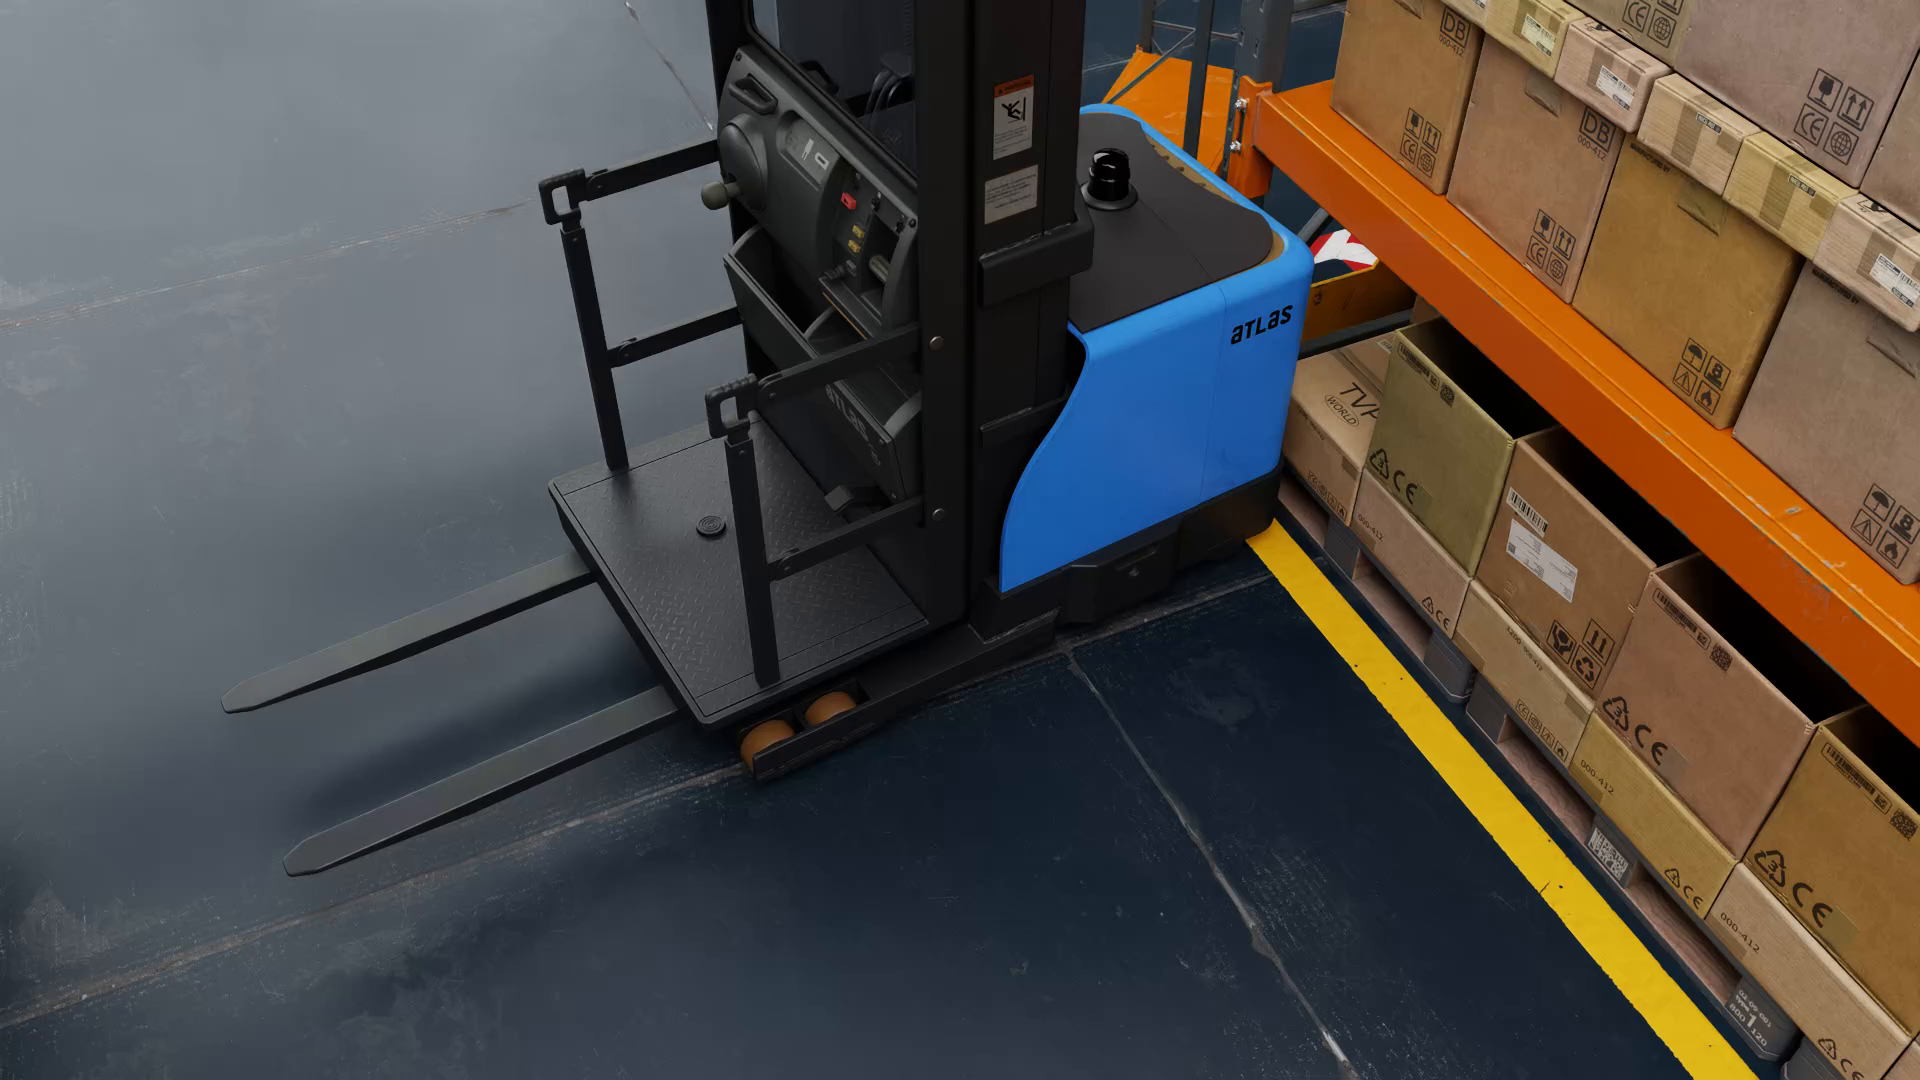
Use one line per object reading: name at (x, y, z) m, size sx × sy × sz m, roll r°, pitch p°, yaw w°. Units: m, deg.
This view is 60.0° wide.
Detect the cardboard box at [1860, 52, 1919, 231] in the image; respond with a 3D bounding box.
cardboard box at (2.115, -0.781, 2.911) m, size 0.700 × 0.500 × 0.500 m, roll -18°, pitch 47°, yaw -17°

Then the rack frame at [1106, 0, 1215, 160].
rack frame at (0.510, -1.178, 5.376) m, size 0.500 × 1.500 × 0.032 m, roll 16°, pitch 47°, yaw 16°

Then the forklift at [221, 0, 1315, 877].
forklift at (-0.537, -0.812, 3.986) m, size 3.031 × 2.935 × 1.130 m, roll -23°, pitch 49°, yaw -22°

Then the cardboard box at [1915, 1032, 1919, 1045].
cardboard box at (2.348, 0.966, 3.260) m, size 0.500 × 0.500 × 0.500 m, roll -18°, pitch 47°, yaw -17°

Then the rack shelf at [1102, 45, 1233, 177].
rack shelf at (0.705, -1.380, 5.837) m, size 0.538 × 0.185 × 1.000 m, roll 16°, pitch 47°, yaw 16°

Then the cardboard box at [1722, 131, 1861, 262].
cardboard box at (1.772, -0.725, 3.316) m, size 0.380 × 0.149 × 0.250 m, roll -19°, pitch 48°, yaw -18°

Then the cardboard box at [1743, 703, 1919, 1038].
cardboard box at (2.134, 0.649, 3.581) m, size 0.500 × 0.500 × 0.500 m, roll -18°, pitch 47°, yaw -17°

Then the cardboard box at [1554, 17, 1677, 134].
cardboard box at (1.550, -1.056, 3.652) m, size 0.380 × 0.149 × 0.250 m, roll -19°, pitch 48°, yaw -18°

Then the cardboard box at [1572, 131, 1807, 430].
cardboard box at (1.872, -0.675, 3.727) m, size 0.700 × 0.500 × 0.500 m, roll -18°, pitch 47°, yaw -17°

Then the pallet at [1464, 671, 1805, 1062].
pallet at (2.128, 0.652, 4.439) m, size 1.003 × 0.211 × 1.213 m, roll -18°, pitch 47°, yaw -17°

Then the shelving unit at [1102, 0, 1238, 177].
shelving unit at (0.701, -1.502, 5.705) m, size 0.587 × 1.500 × 1.083 m, roll 16°, pitch 47°, yaw 16°

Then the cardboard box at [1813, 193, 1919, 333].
cardboard box at (1.874, -0.565, 3.154) m, size 0.380 × 0.149 × 0.250 m, roll -18°, pitch 47°, yaw -17°

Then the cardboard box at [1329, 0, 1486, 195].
cardboard box at (1.444, -1.326, 4.387) m, size 0.700 × 0.500 × 0.500 m, roll -18°, pitch 47°, yaw -17°

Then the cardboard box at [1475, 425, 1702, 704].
cardboard box at (1.716, 0.011, 4.228) m, size 0.500 × 0.500 × 0.500 m, roll -18°, pitch 47°, yaw -17°

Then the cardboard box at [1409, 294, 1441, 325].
cardboard box at (1.754, -0.776, 5.025) m, size 0.500 × 0.500 × 0.500 m, roll -18°, pitch 47°, yaw -17°

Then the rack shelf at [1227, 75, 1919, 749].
rack shelf at (2.100, -0.061, 3.689) m, size 1.077 × 0.370 × 4.000 m, roll -18°, pitch 47°, yaw -17°

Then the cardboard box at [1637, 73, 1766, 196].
cardboard box at (1.664, -0.887, 3.481) m, size 0.380 × 0.149 × 0.250 m, roll -20°, pitch 48°, yaw -19°

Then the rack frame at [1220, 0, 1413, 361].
rack frame at (1.259, -1.592, 4.728) m, size 1.000 × 3.000 × 0.127 m, roll -18°, pitch 47°, yaw -17°

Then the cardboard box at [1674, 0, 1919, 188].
cardboard box at (1.905, -1.100, 3.234) m, size 0.700 × 0.500 × 0.500 m, roll -18°, pitch 47°, yaw -17°

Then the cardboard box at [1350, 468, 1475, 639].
cardboard box at (1.496, -0.038, 4.811) m, size 0.500 × 0.250 × 0.500 m, roll -18°, pitch 47°, yaw -17°

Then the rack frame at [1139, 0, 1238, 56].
rack frame at (0.900, -1.838, 6.045) m, size 0.500 × 1.500 × 0.032 m, roll 16°, pitch 47°, yaw 16°

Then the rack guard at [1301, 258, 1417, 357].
rack guard at (1.249, -0.717, 5.621) m, size 1.175 × 0.500 × 0.348 m, roll -18°, pitch 47°, yaw -17°

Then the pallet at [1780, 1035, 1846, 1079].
pallet at (2.644, 1.431, 3.650) m, size 1.003 × 0.211 × 1.213 m, roll -18°, pitch 47°, yaw -17°

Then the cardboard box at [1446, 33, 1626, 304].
cardboard box at (1.669, -0.993, 4.049) m, size 0.700 × 0.500 × 0.500 m, roll -17°, pitch 47°, yaw -16°

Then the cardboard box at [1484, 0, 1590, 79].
cardboard box at (1.446, -1.218, 3.816) m, size 0.380 × 0.149 × 0.250 m, roll -18°, pitch 47°, yaw -17°

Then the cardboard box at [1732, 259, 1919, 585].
cardboard box at (2.097, -0.340, 3.388) m, size 0.700 × 0.500 × 0.500 m, roll -17°, pitch 47°, yaw -16°

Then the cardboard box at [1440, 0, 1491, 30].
cardboard box at (1.342, -1.377, 3.977) m, size 0.380 × 0.149 × 0.250 m, roll -19°, pitch 48°, yaw -18°

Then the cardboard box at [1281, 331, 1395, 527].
cardboard box at (1.283, -0.355, 5.133) m, size 0.500 × 0.250 × 0.500 m, roll -18°, pitch 47°, yaw -17°

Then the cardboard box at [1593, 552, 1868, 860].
cardboard box at (1.911, 0.335, 3.900) m, size 0.500 × 0.500 × 0.500 m, roll -18°, pitch 47°, yaw -17°

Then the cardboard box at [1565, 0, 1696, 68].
cardboard box at (1.692, -1.421, 3.559) m, size 0.700 × 0.500 × 0.500 m, roll -19°, pitch 48°, yaw -18°

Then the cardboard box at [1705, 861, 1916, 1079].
cardboard box at (2.123, 0.920, 3.841) m, size 0.500 × 0.250 × 0.500 m, roll -18°, pitch 47°, yaw -17°

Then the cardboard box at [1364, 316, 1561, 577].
cardboard box at (1.495, -0.304, 4.547) m, size 0.500 × 0.500 × 0.500 m, roll -18°, pitch 47°, yaw -17°

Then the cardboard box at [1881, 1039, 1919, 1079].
cardboard box at (2.346, 1.234, 3.522) m, size 0.500 × 0.250 × 0.500 m, roll -18°, pitch 47°, yaw -17°

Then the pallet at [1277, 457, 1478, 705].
pallet at (1.619, -0.124, 5.226) m, size 1.003 × 0.211 × 1.213 m, roll -18°, pitch 47°, yaw -17°

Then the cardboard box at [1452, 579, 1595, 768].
cardboard box at (1.706, 0.281, 4.488) m, size 0.500 × 0.250 × 0.500 m, roll -18°, pitch 47°, yaw -17°

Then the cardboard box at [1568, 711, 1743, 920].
cardboard box at (1.912, 0.601, 4.164) m, size 0.500 × 0.250 × 0.500 m, roll -18°, pitch 47°, yaw -17°
